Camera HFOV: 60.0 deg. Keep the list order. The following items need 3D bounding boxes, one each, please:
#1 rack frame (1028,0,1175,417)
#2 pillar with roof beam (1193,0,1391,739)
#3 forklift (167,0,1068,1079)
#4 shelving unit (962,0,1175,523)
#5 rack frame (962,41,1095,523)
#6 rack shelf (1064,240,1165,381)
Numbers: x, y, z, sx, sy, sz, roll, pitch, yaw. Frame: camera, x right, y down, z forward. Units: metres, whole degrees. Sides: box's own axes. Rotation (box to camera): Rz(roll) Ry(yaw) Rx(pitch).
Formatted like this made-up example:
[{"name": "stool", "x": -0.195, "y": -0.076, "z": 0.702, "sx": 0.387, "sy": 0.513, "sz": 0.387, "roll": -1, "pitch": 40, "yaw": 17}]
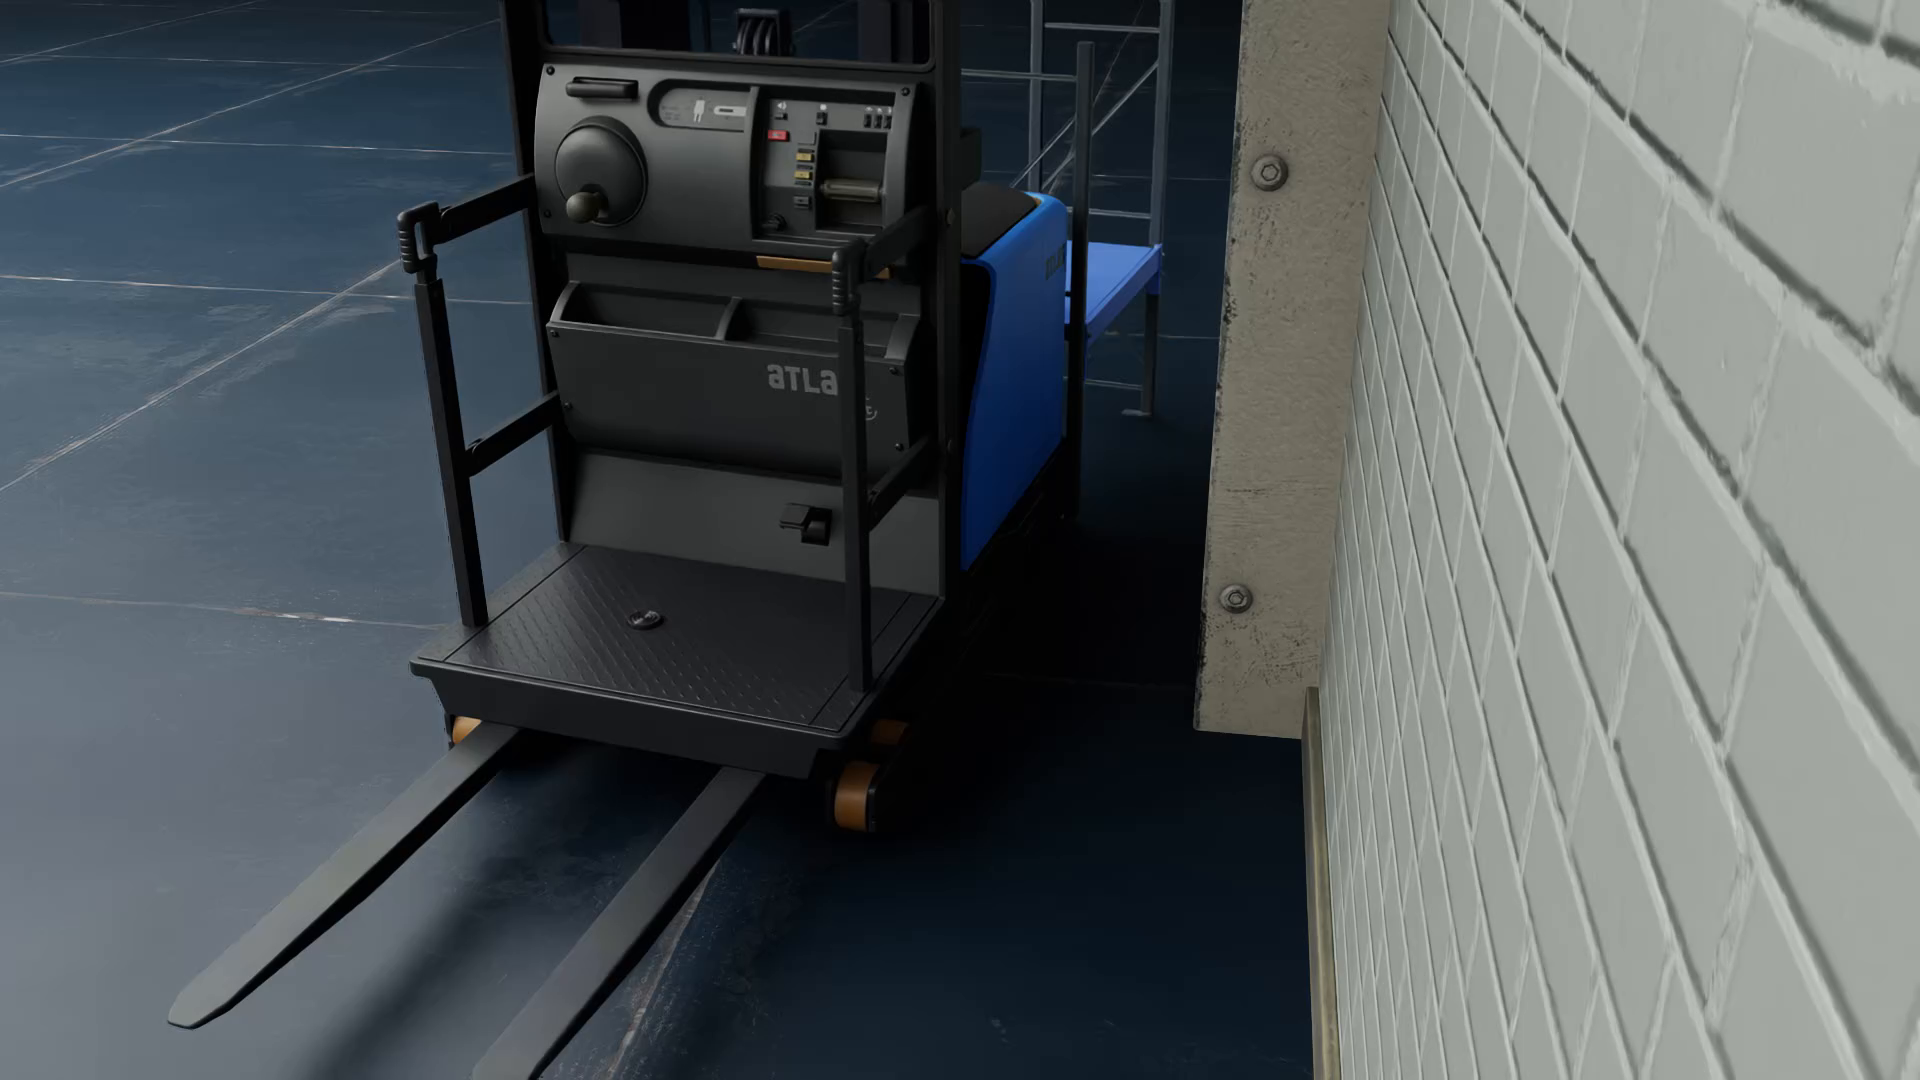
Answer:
[{"name": "rack frame", "x": 0.488, "y": -1.182, "z": 6.005, "sx": 0.500, "sy": 1.500, "sz": 0.032, "roll": 9, "pitch": 26, "yaw": 18}, {"name": "pillar with roof beam", "x": -3.471, "y": -3.965, "z": 3.106, "sx": 9.100, "sy": 9.000, "sz": 0.400, "roll": 4, "pitch": 25, "yaw": 9}, {"name": "forklift", "x": -0.610, "y": -0.847, "z": 3.603, "sx": 1.130, "sy": 2.935, "sz": 3.031, "roll": 8, "pitch": 26, "yaw": 16}, {"name": "shelving unit", "x": 0.317, "y": -0.979, "z": 5.572, "sx": 0.538, "sy": 1.500, "sz": 1.048, "roll": 9, "pitch": 26, "yaw": 18}, {"name": "rack frame", "x": 0.146, "y": -0.776, "z": 5.138, "sx": 0.500, "sy": 1.500, "sz": 0.032, "roll": 9, "pitch": 26, "yaw": 18}, {"name": "rack shelf", "x": 0.317, "y": -0.816, "z": 5.648, "sx": 0.538, "sy": 0.185, "sz": 1.000, "roll": 9, "pitch": 26, "yaw": 18}]
